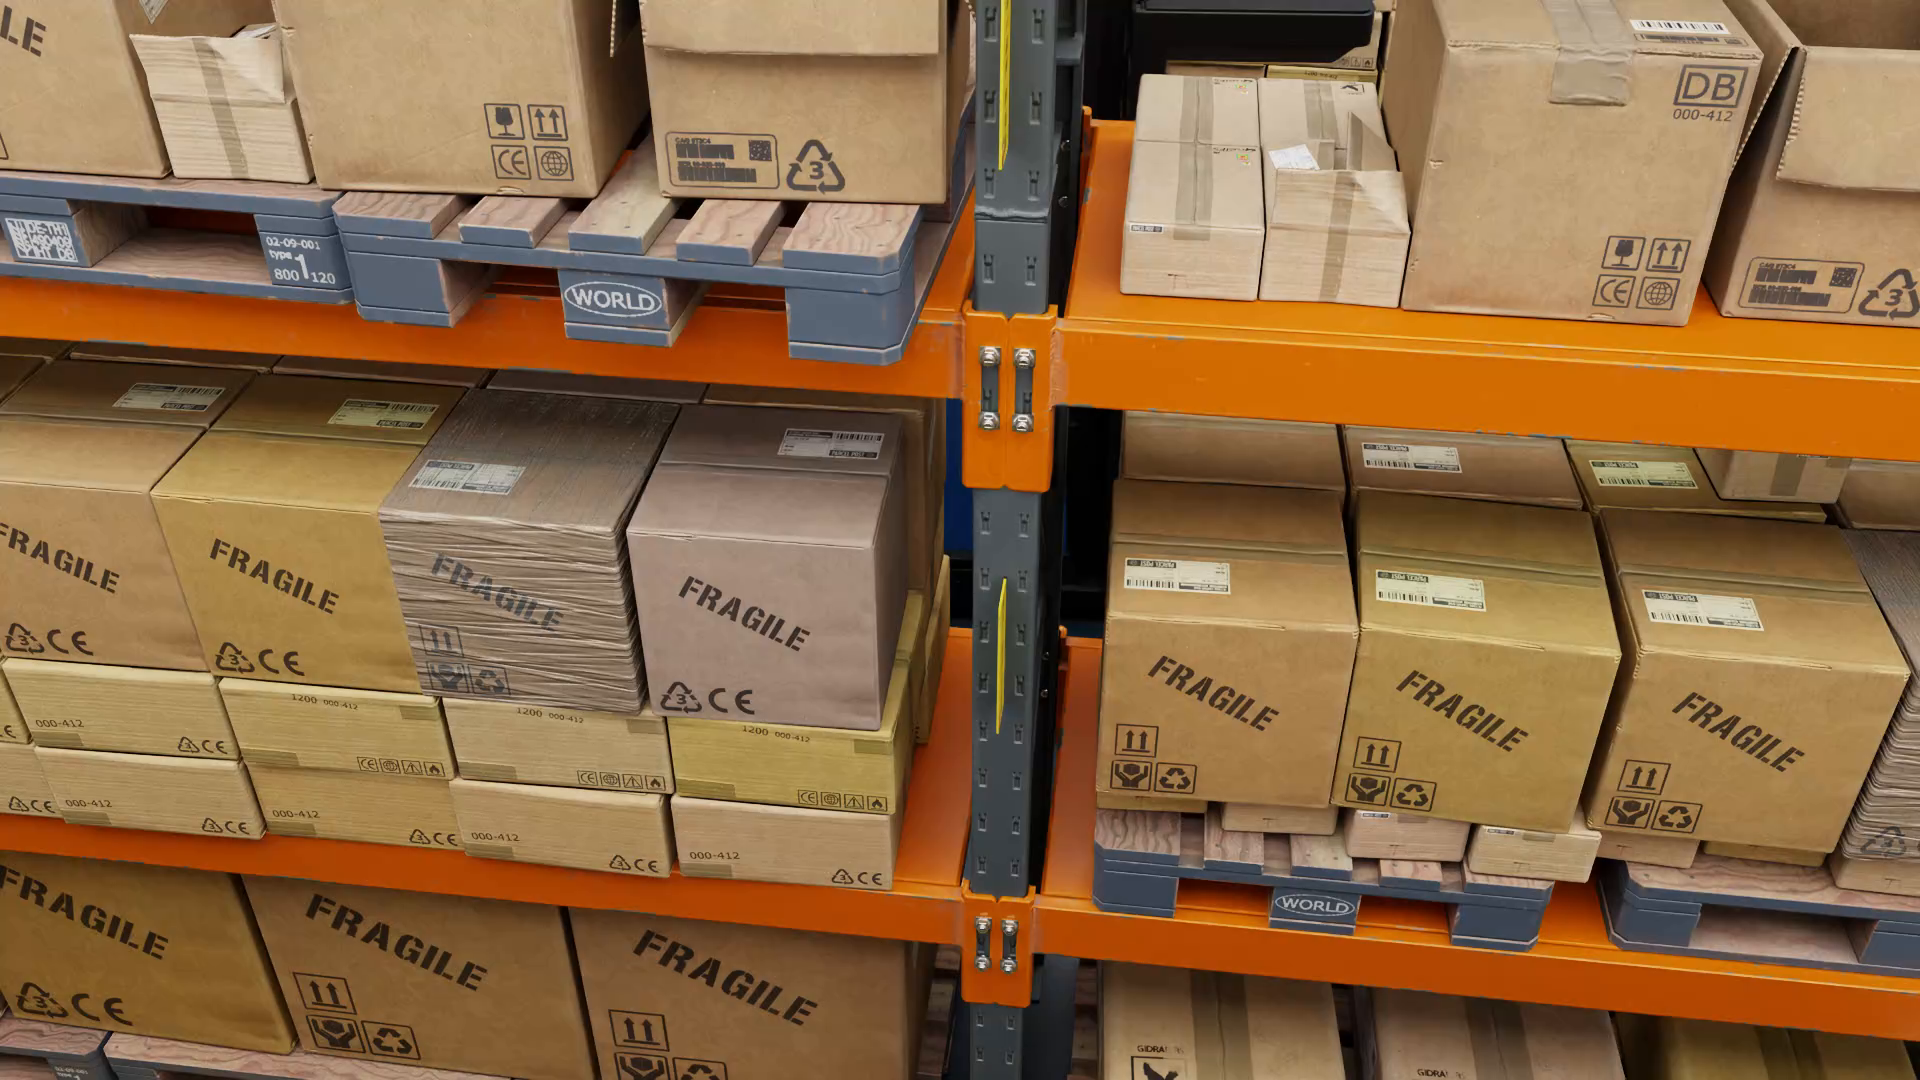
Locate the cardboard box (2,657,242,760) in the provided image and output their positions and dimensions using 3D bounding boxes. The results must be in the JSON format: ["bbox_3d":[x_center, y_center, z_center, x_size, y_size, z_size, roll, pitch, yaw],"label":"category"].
[{"bbox_3d":[-1.897,0.255,4.009,0.500,0.250,0.500,3,36,5],"label":"cardboard box"}]

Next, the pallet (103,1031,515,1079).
[{"bbox_3d":[-1.829,1.329,5.206,1.213,0.211,1.003,4,36,6],"label":"pallet"}]

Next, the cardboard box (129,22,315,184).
[{"bbox_3d":[-1.260,-0.850,3.031,0.258,0.266,0.396,3,36,5],"label":"cardboard box"}]

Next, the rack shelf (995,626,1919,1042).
[{"bbox_3d":[2.134,0.828,4.127,4.000,0.370,1.077,4,36,6],"label":"rack shelf"}]

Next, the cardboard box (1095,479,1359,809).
[{"bbox_3d":[0.567,0.221,3.654,0.500,0.500,0.500,3,36,5],"label":"cardboard box"}]

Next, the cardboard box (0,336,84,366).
[{"bbox_3d":[-2.328,-0.385,4.261,0.500,0.500,0.500,5,36,7],"label":"cardboard box"}]

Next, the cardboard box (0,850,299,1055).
[{"bbox_3d":[-2.295,0.847,4.948,0.875,0.875,0.875,5,36,7],"label":"cardboard box"}]

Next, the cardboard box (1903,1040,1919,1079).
[{"bbox_3d":[2.884,1.493,4.476,0.625,0.372,0.950,6,36,9],"label":"cardboard box"}]

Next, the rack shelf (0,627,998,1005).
[{"bbox_3d":[-1.833,0.532,4.542,4.000,0.370,1.077,4,36,6],"label":"rack shelf"}]

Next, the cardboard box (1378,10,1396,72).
[{"bbox_3d":[2.201,-2.355,7.666,0.500,0.250,0.500,3,36,5],"label":"cardboard box"}]

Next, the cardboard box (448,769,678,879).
[{"bbox_3d":[-0.893,0.532,4.052,0.500,0.250,0.500,5,36,7],"label":"cardboard box"}]

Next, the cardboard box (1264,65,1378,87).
[{"bbox_3d":[1.686,-2.198,7.877,0.500,0.250,0.500,4,36,5],"label":"cardboard box"}]

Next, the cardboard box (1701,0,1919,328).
[{"bbox_3d":[1.667,-0.779,3.089,0.637,0.503,0.797,4,36,6],"label":"cardboard box"}]

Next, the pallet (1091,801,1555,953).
[{"bbox_3d":[0.871,0.457,4.193,1.003,0.211,1.213,4,36,6],"label":"pallet"}]

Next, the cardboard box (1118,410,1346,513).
[{"bbox_3d":[0.637,-0.072,4.065,0.500,0.500,0.500,3,36,5],"label":"cardboard box"}]

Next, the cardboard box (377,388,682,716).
[{"bbox_3d":[-0.906,0.019,3.695,0.500,0.500,0.500,5,36,7],"label":"cardboard box"}]

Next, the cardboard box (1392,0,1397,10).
[{"bbox_3d":[2.094,-2.548,7.593,0.250,0.149,0.380,5,36,6],"label":"cardboard box"}]

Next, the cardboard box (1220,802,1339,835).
[{"bbox_3d":[0.725,0.490,3.836,0.250,0.149,0.380,2,36,3],"label":"cardboard box"}]

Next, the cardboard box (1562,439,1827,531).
[{"bbox_3d":[1.651,-0.003,3.969,0.500,0.500,0.500,2,36,3],"label":"cardboard box"}]

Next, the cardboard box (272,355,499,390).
[{"bbox_3d":[-1.312,-0.316,4.164,0.500,0.500,0.500,5,36,7],"label":"cardboard box"}]

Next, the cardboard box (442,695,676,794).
[{"bbox_3d":[-0.872,0.320,3.919,0.500,0.250,0.500,3,36,5],"label":"cardboard box"}]

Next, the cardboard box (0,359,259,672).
[{"bbox_3d":[-1.899,-0.063,3.810,0.500,0.500,0.500,4,36,5],"label":"cardboard box"}]

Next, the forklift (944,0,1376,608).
[{"bbox_3d":[0.896,-1.171,6.368,3.031,2.935,1.130,1,36,2],"label":"forklift"}]

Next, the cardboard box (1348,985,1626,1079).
[{"bbox_3d":[1.442,1.383,4.630,0.625,0.372,0.950,4,36,5],"label":"cardboard box"}]

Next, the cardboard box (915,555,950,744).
[{"bbox_3d":[-0.303,0.267,4.423,0.500,0.250,0.500,4,36,5],"label":"cardboard box"}]

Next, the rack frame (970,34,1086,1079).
[{"bbox_3d":[0.150,0.387,4.125,0.127,3.000,1.000,4,36,6],"label":"rack frame"}]

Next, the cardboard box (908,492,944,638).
[{"bbox_3d":[-0.321,0.065,4.276,0.500,0.250,0.500,4,36,6],"label":"cardboard box"}]

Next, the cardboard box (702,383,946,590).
[{"bbox_3d":[-0.308,-0.238,4.054,0.500,0.500,0.500,3,36,4],"label":"cardboard box"}]

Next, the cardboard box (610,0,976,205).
[{"bbox_3d":[-0.243,-0.988,3.019,0.637,0.503,0.797,2,36,3],"label":"cardboard box"}]

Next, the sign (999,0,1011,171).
[{"bbox_3d":[0.071,-0.757,2.633,0.005,0.325,0.100,4,36,6],"label":"sign"}]

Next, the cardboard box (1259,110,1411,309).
[{"bbox_3d":[0.694,-0.639,3.097,0.258,0.266,0.396,4,36,6],"label":"cardboard box"}]

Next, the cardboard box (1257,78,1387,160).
[{"bbox_3d":[0.737,-0.815,3.444,0.250,0.149,0.380,4,36,6],"label":"cardboard box"}]

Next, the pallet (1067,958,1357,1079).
[{"bbox_3d":[0.925,1.581,4.853,1.213,0.211,1.003,4,36,6],"label":"pallet"}]

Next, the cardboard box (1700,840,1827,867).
[{"bbox_3d":[1.795,0.540,3.765,0.250,0.149,0.380,6,36,8],"label":"cardboard box"}]

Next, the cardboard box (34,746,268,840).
[{"bbox_3d":[-1.900,0.464,4.147,0.500,0.250,0.500,4,36,5],"label":"cardboard box"}]

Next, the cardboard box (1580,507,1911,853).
[{"bbox_3d":[1.612,0.291,3.556,0.500,0.500,0.500,5,36,7],"label":"cardboard box"}]

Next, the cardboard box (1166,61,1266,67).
[{"bbox_3d":[1.185,-2.427,7.768,0.500,0.250,0.500,4,36,6],"label":"cardboard box"}]

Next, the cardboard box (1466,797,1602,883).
[{"bbox_3d":[1.261,0.569,3.725,0.250,0.149,0.380,4,36,6],"label":"cardboard box"}]

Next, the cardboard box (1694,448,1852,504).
[{"bbox_3d":[1.809,-0.251,3.757,0.250,0.149,0.380,3,36,4],"label":"cardboard box"}]

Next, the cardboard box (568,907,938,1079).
[{"bbox_3d":[-0.524,0.982,4.759,0.875,0.875,0.875,4,36,6],"label":"cardboard box"}]

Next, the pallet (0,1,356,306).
[{"bbox_3d":[-1.605,-0.855,3.446,1.213,0.211,1.003,6,36,8],"label":"pallet"}]
